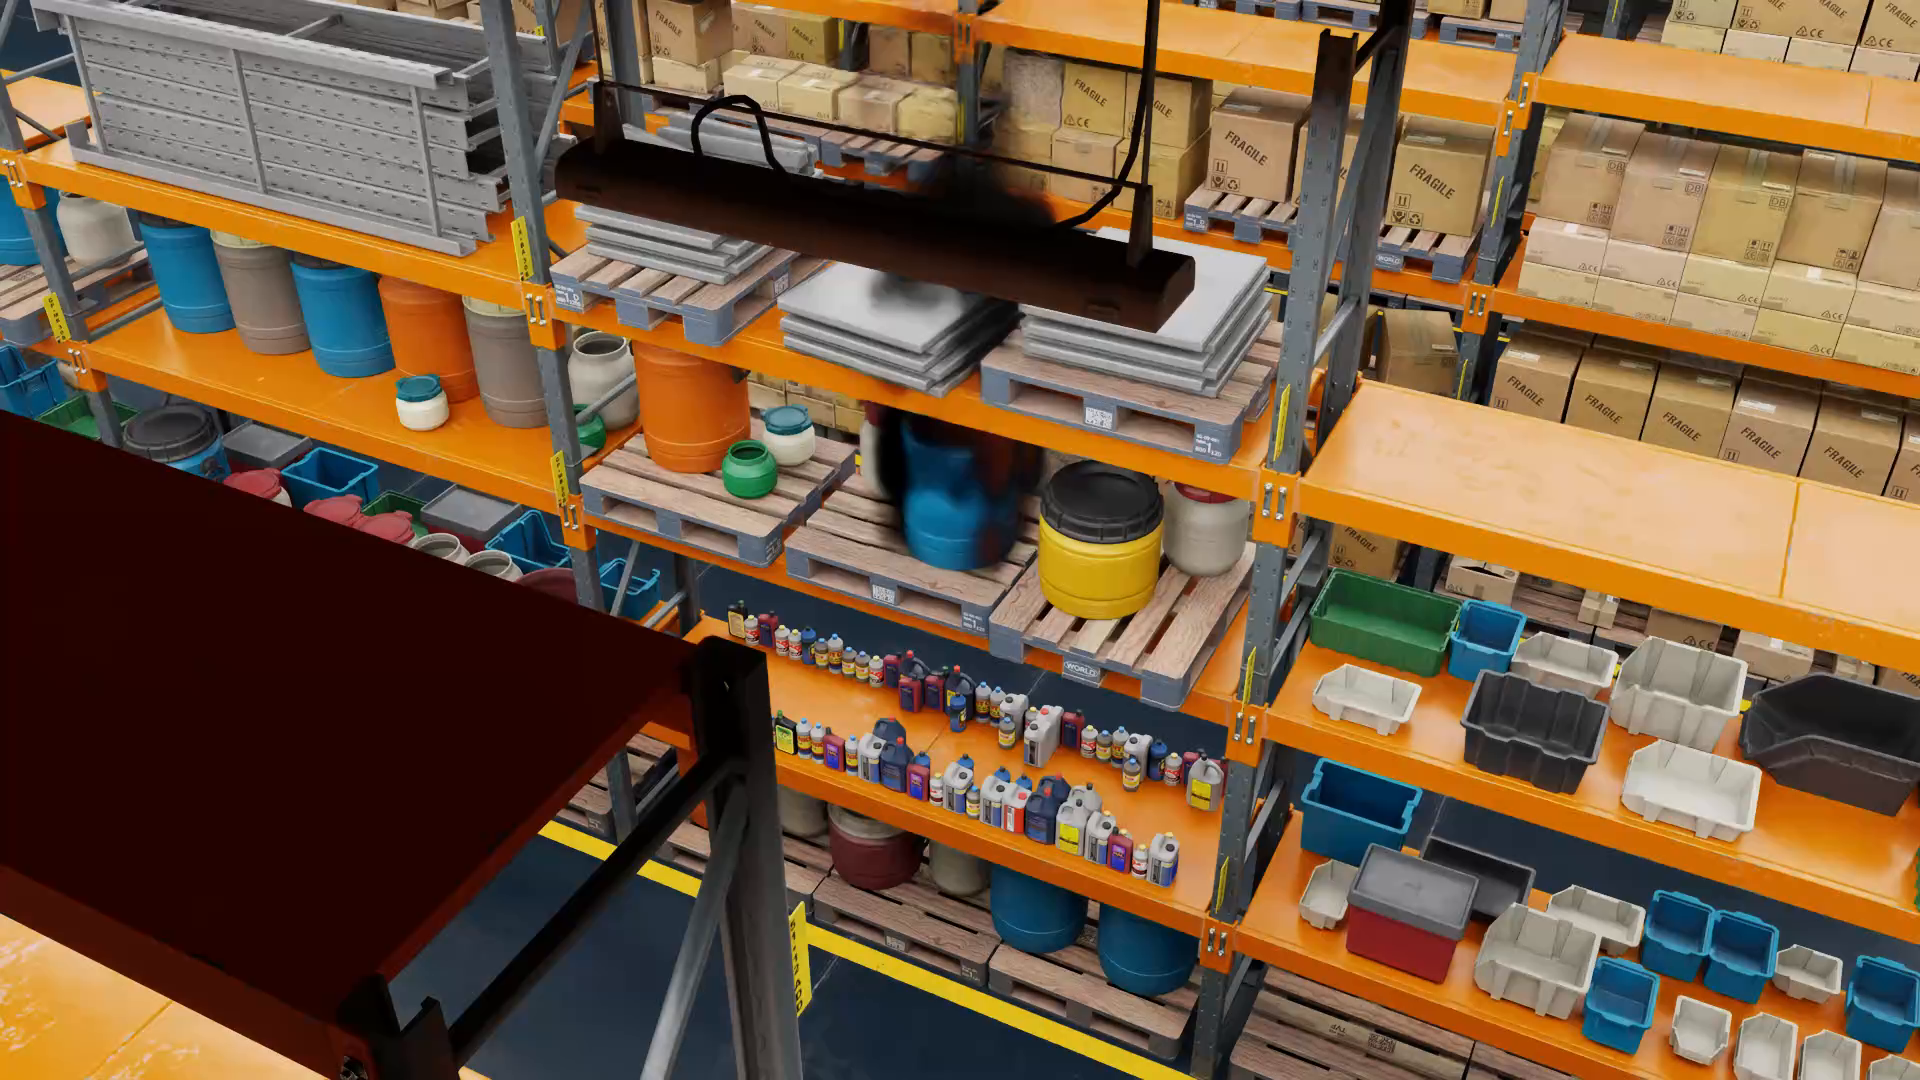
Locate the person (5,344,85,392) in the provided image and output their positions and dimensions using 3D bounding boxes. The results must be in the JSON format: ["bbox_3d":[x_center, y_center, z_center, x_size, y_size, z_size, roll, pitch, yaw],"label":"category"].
[{"bbox_3d":[-8.338,-1.789,14.884,0.959,1.747,0.650,-6,35,-8],"label":"person"}]
